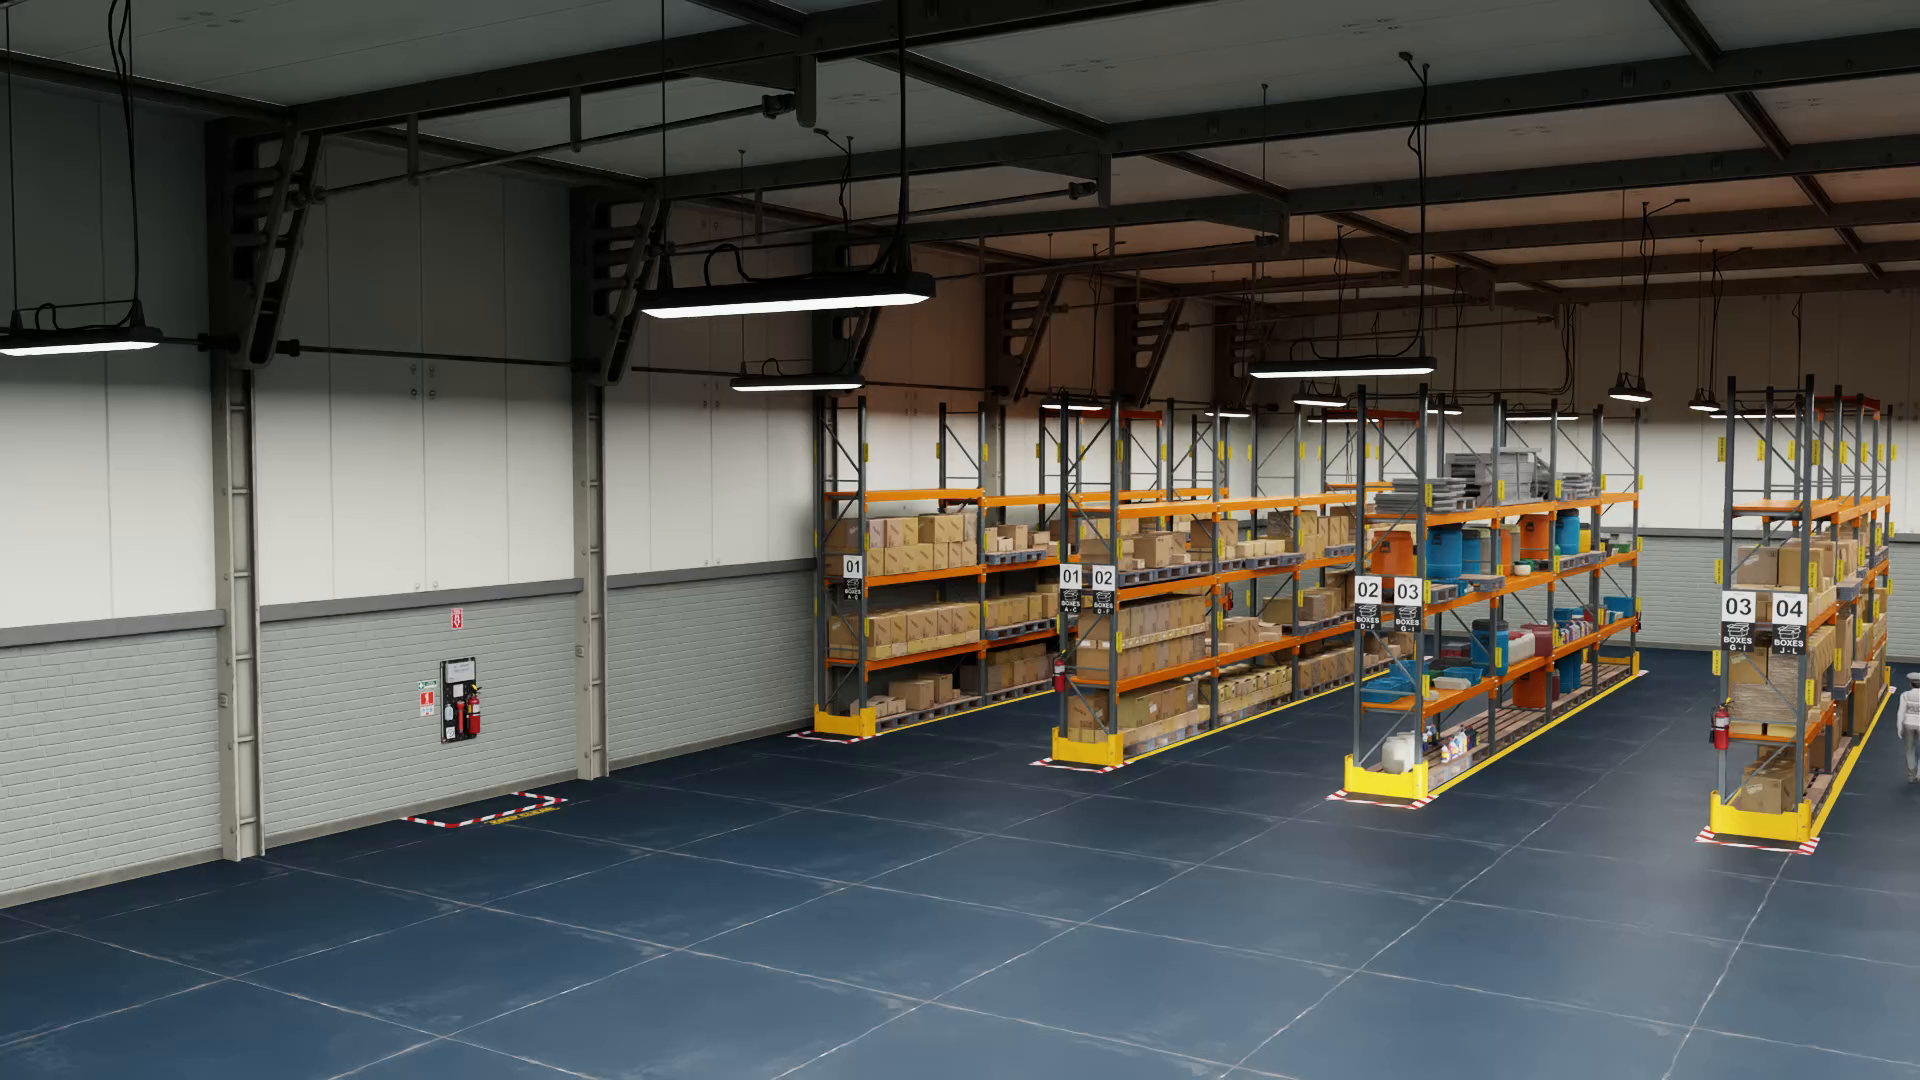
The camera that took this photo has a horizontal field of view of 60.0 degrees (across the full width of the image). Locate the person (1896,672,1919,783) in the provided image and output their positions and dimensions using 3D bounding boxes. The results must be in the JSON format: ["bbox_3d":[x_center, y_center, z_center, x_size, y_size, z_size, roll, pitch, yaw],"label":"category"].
[{"bbox_3d":[14.445,2.852,25.132,0.512,1.674,0.516,2,4,33],"label":"person"}]
